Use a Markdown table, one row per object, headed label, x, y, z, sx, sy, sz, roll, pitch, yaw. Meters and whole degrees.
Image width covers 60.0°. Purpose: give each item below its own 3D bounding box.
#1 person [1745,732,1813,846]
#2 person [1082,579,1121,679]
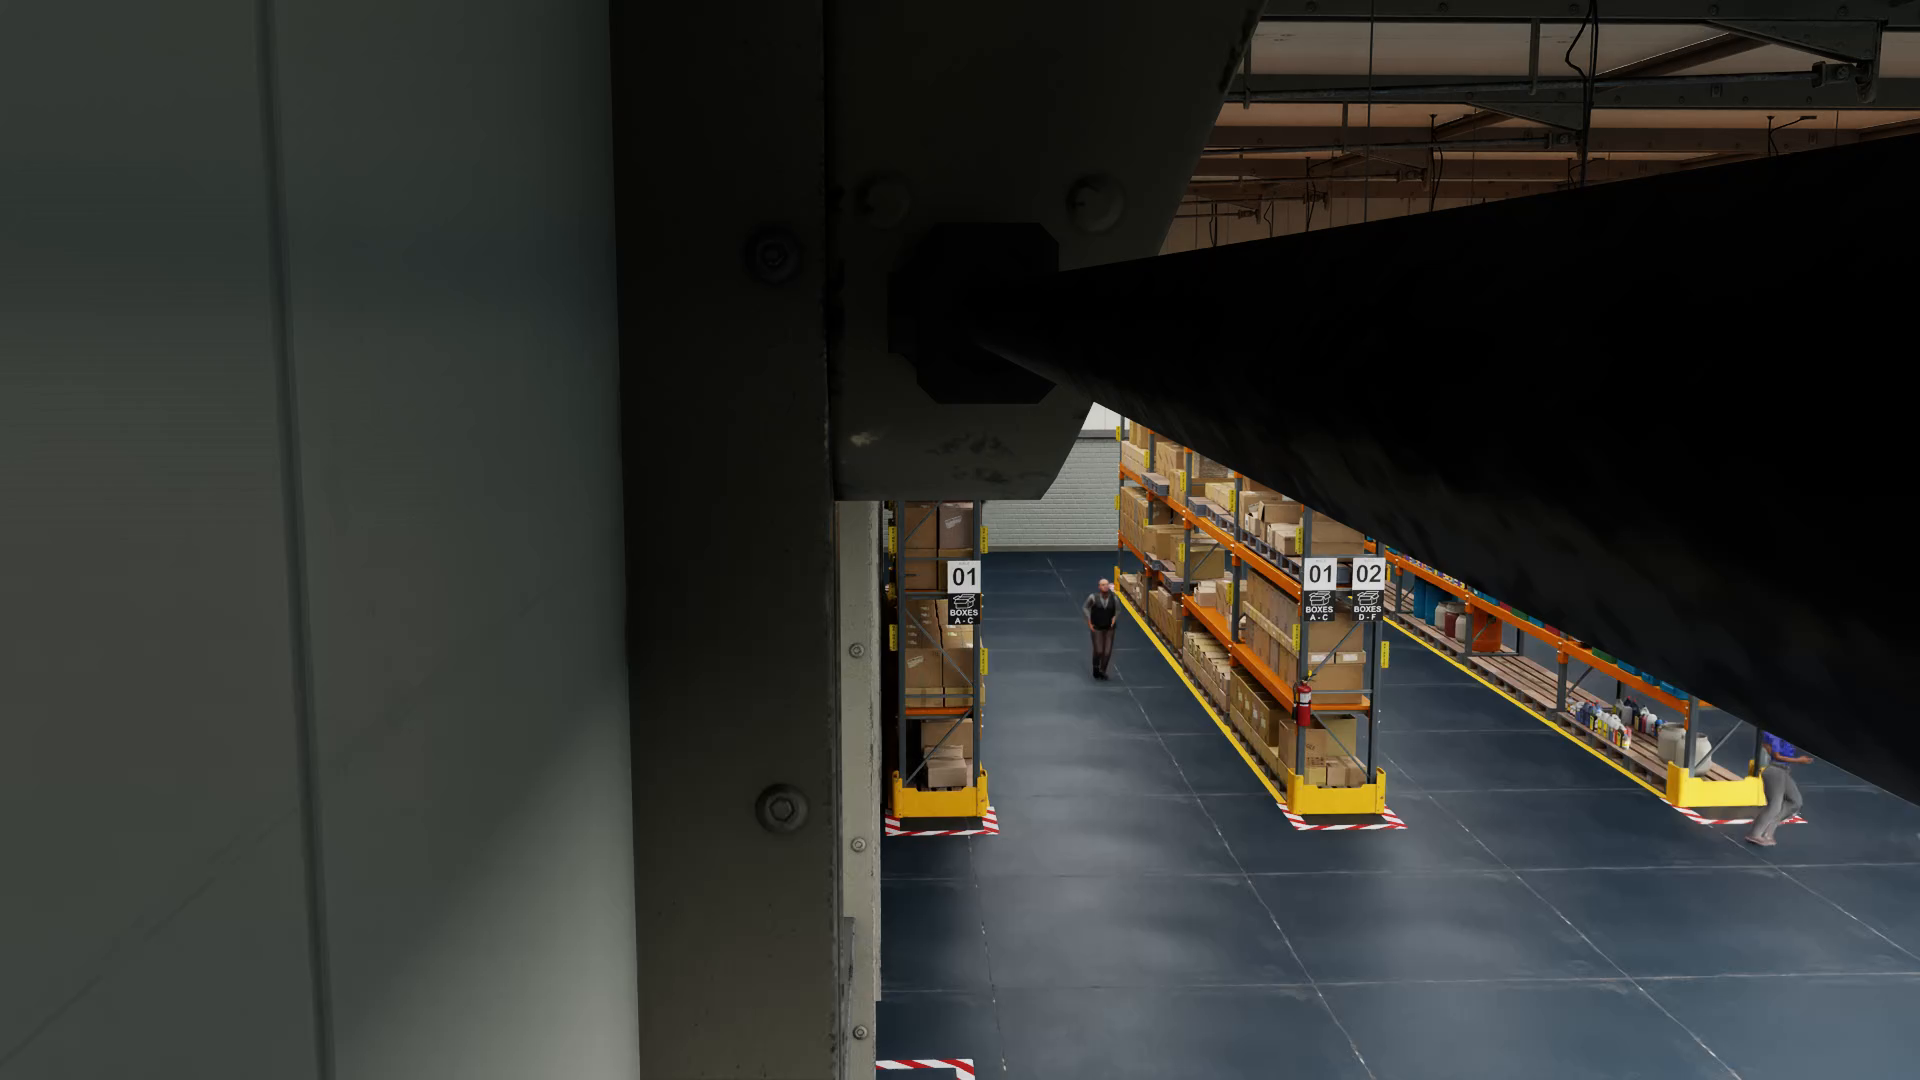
| label | x | y | z | sx | sy | sz | roll | pitch | yaw |
| --- | --- | --- | --- | --- | --- | --- | --- | --- | --- |
| person | 9.587 | 2.760 | 19.389 | 0.628 | 1.636 | 0.586 | 5 | 10 | 31 |
| person | 2.388 | 1.508 | 27.782 | 0.642 | 1.706 | 0.542 | -1 | 8 | -7 |
